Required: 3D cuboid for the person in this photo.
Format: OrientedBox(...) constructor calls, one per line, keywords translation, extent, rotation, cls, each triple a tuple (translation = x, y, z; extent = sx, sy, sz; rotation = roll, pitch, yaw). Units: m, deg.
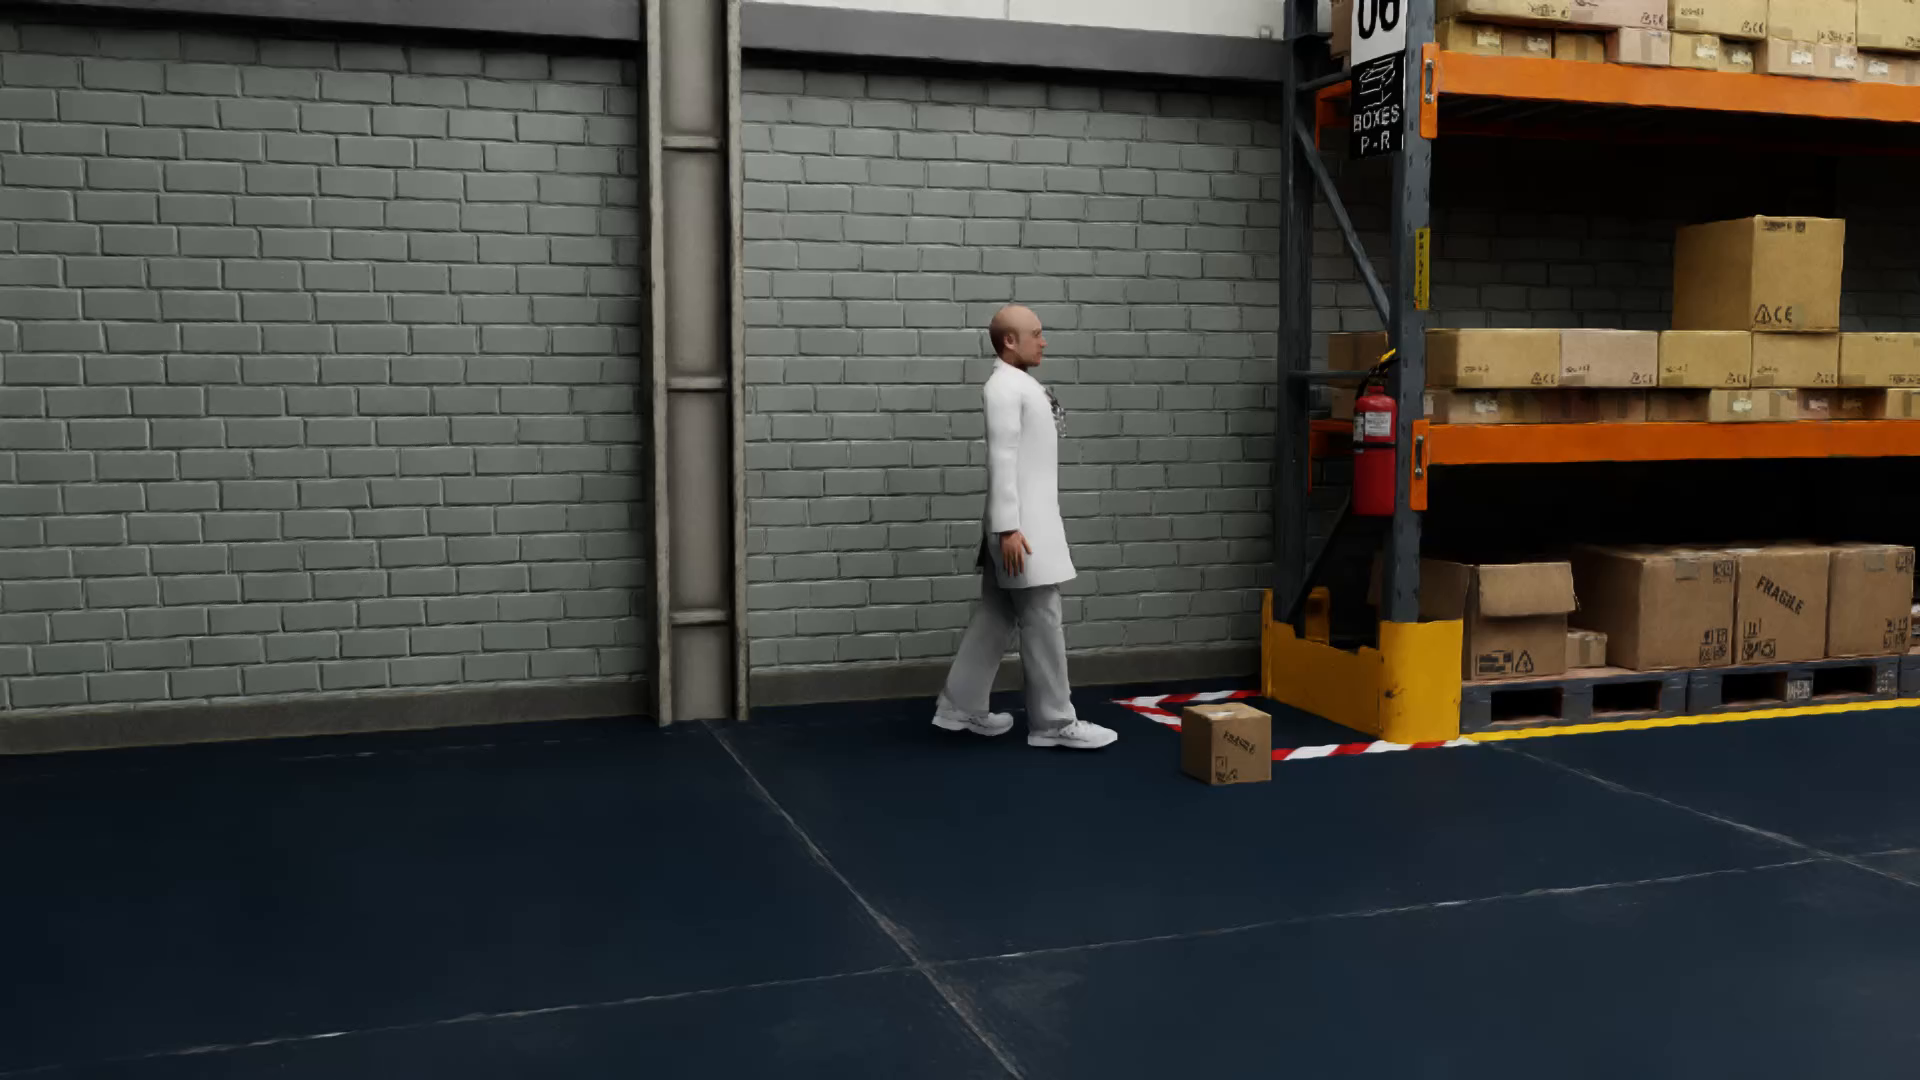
OrientedBox(translation=(0.259, -0.056, 6.739), extent=(0.751, 1.775, 0.605), rotation=(0, 6, -1), cls="person")
